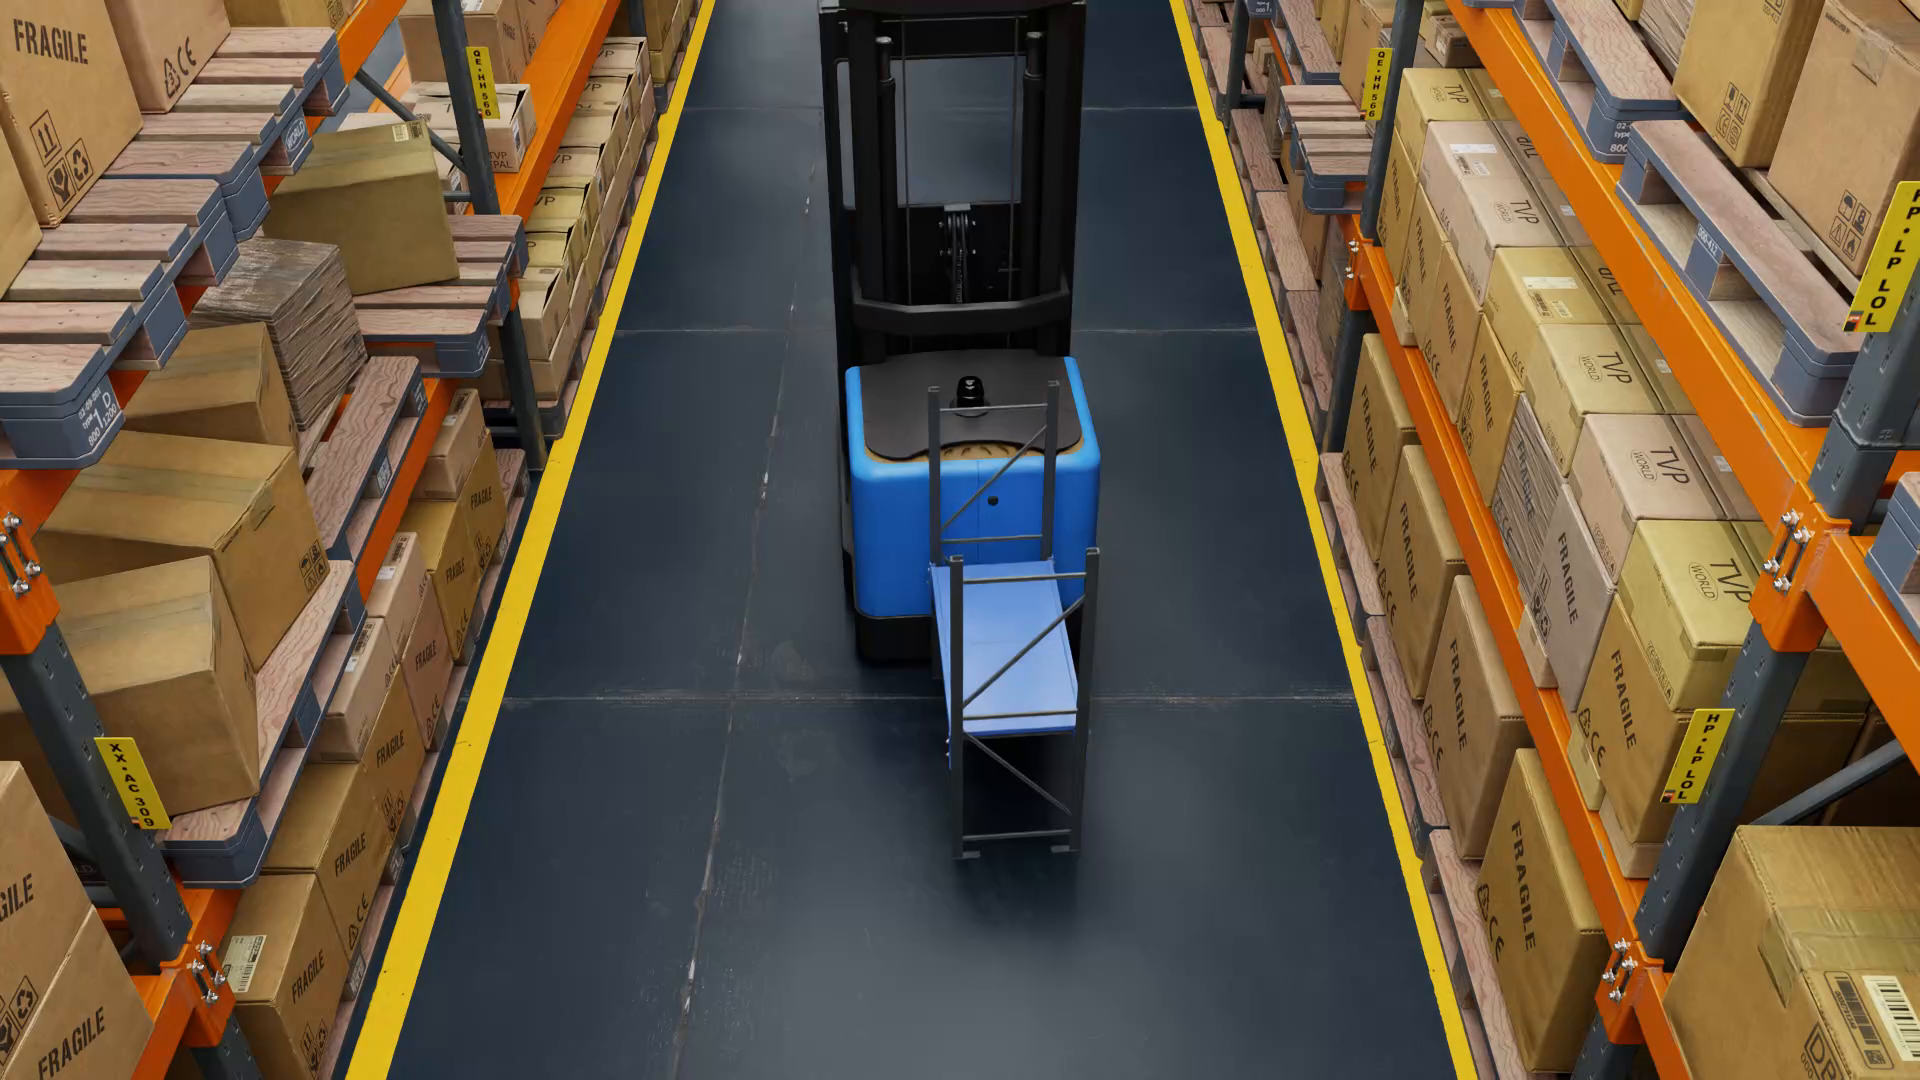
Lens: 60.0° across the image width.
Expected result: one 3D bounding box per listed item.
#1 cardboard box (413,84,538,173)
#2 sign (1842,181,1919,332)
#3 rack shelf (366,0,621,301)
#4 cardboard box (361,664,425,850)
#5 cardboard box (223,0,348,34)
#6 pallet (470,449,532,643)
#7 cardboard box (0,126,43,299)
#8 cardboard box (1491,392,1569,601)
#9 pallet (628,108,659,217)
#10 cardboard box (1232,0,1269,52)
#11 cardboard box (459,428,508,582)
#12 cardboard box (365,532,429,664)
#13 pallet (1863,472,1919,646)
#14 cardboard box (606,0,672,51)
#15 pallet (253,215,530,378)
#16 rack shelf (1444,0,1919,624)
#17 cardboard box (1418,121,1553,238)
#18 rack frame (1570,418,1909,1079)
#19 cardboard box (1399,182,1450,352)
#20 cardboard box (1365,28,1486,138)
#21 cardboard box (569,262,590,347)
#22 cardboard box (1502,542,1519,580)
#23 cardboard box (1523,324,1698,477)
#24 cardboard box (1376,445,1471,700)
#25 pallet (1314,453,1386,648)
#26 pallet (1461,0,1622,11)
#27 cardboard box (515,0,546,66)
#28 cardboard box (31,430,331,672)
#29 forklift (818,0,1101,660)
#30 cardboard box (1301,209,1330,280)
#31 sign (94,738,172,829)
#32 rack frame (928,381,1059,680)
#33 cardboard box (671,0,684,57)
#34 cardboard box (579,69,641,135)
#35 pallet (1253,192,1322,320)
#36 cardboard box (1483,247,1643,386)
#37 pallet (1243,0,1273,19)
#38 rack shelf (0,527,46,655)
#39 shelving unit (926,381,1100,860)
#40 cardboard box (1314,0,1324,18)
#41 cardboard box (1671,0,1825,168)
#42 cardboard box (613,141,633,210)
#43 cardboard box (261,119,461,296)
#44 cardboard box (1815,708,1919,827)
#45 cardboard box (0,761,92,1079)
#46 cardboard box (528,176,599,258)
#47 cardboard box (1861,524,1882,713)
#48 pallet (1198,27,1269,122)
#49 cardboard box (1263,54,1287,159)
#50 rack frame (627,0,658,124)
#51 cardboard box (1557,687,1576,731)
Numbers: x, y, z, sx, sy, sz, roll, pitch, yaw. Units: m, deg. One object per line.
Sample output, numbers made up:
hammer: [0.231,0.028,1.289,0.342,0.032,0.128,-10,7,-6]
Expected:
cardboard box: [-2.416,-2.074,8.256,0.500,0.311,0.500,0,39,-1]
sign: [1.807,-0.542,3.210,0.100,0.325,0.005,0,39,0]
rack shelf: [-2.611,-2.519,9.316,1.077,0.370,4.000,0,39,0]
cardboard box: [-2.366,0.807,6.237,0.500,0.500,0.500,0,39,0]
cardboard box: [-2.574,-1.842,5.417,0.910,0.500,0.500,0,39,0]
pallet: [-2.646,0.006,7.819,1.003,0.211,1.213,0,39,0]
cardboard box: [-2.531,-0.775,3.670,0.600,0.600,0.600,-3,39,-4]
cardboard box: [2.094,-0.138,5.436,0.500,0.500,0.500,0,39,0]
pallet: [-2.574,-2.502,10.949,1.003,0.211,1.213,0,39,0]
cardboard box: [2.299,-3.902,12.113,0.500,0.500,0.500,-3,39,-3]
cardboard box: [-2.373,-0.161,7.445,0.500,0.500,0.500,1,39,2]
cardboard box: [-2.364,0.222,6.368,0.500,0.250,0.500,-1,39,-1]
pallet: [2.340,0.322,2.867,1.003,0.211,1.213,0,39,0]
cardboard box: [-2.301,-3.724,11.508,0.500,0.500,0.500,0,39,0]
pallet: [-2.538,-1.051,7.061,1.213,0.211,1.003,0,39,0]
rack shelf: [2.347,-1.194,5.264,1.077,0.370,4.000,0,39,0]
cardboard box: [2.089,-1.390,6.399,0.500,0.250,0.500,-1,39,-1]
rack frame: [2.349,0.946,4.416,1.000,3.000,0.127,0,39,0]
cardboard box: [2.080,-1.087,6.619,0.500,0.500,0.500,1,39,1]
cardboard box: [2.334,-2.060,7.735,0.700,0.500,0.500,-4,39,-5]
cardboard box: [-2.318,-1.282,9.060,0.500,0.250,0.500,-1,39,-1]
cardboard box: [2.108,0.031,5.743,0.380,0.149,0.250,-1,39,-1]
cardboard box: [2.101,-0.440,5.212,0.500,0.250,0.500,1,39,1]
cardboard box: [2.209,0.128,6.821,0.750,0.750,0.750,0,39,0]
pallet: [2.270,0.026,7.794,1.003,0.211,1.213,0,39,0]
pallet: [2.398,-2.249,6.156,1.213,0.211,1.003,2,39,2]
cardboard box: [-2.628,-2.967,9.219,0.500,0.500,0.500,0,39,0]
cardboard box: [-2.446,0.023,5.153,0.700,0.500,0.500,6,39,7]
forklift: [-0.053,-1.532,7.563,1.130,2.935,3.031,-3,39,-4]
cardboard box: [2.378,-1.835,9.533,0.700,0.500,0.500,0,39,0]
sign: [-2.062,0.609,4.144,0.100,0.325,0.005,0,39,0]
rack frame: [0.128,0.000,6.796,0.500,1.500,0.032,-3,39,-4]
cardboard box: [-2.307,-3.744,12.132,0.500,0.250,0.500,0,39,0]
cardboard box: [-2.320,-2.782,10.483,0.500,0.311,0.500,1,39,1]
pallet: [2.347,-1.717,9.969,1.003,0.211,1.213,0,39,0]
cardboard box: [2.100,-0.759,5.610,0.500,0.250,0.500,-1,39,-1]
pallet: [2.195,-3.504,10.122,1.003,0.211,1.213,0,39,0]
rack shelf: [-2.602,1.313,2.135,1.077,0.370,4.000,0,39,0]
shelving unit: [0.173,0.317,6.401,0.538,1.500,1.048,-3,39,-4]
cardboard box: [2.332,-3.188,9.143,0.700,0.500,0.500,5,39,6]
cardboard box: [2.393,-1.333,4.430,0.700,0.500,0.500,-1,39,-1]
cardboard box: [-2.324,-2.246,10.263,0.500,0.250,0.500,1,39,1]
cardboard box: [-2.496,-1.358,6.876,0.700,0.500,0.500,-12,40,-15]
cardboard box: [2.601,0.495,4.645,0.500,0.500,0.500,-1,39,-2]
cardboard box: [-2.345,0.839,3.670,0.500,0.500,0.500,0,39,0]
cardboard box: [-2.323,-1.834,9.300,0.500,0.311,0.500,-1,39,-1]
cardboard box: [2.609,0.203,4.410,0.500,0.250,0.500,1,39,1]
pallet: [2.304,-3.388,12.055,1.003,0.211,1.213,0,39,0]
cardboard box: [2.357,-2.793,10.729,0.700,0.500,0.500,1,39,1]
rack frame: [-2.614,-4.051,10.651,1.000,3.000,0.127,0,39,0]
cardboard box: [2.087,0.506,5.151,0.380,0.149,0.250,1,39,1]
